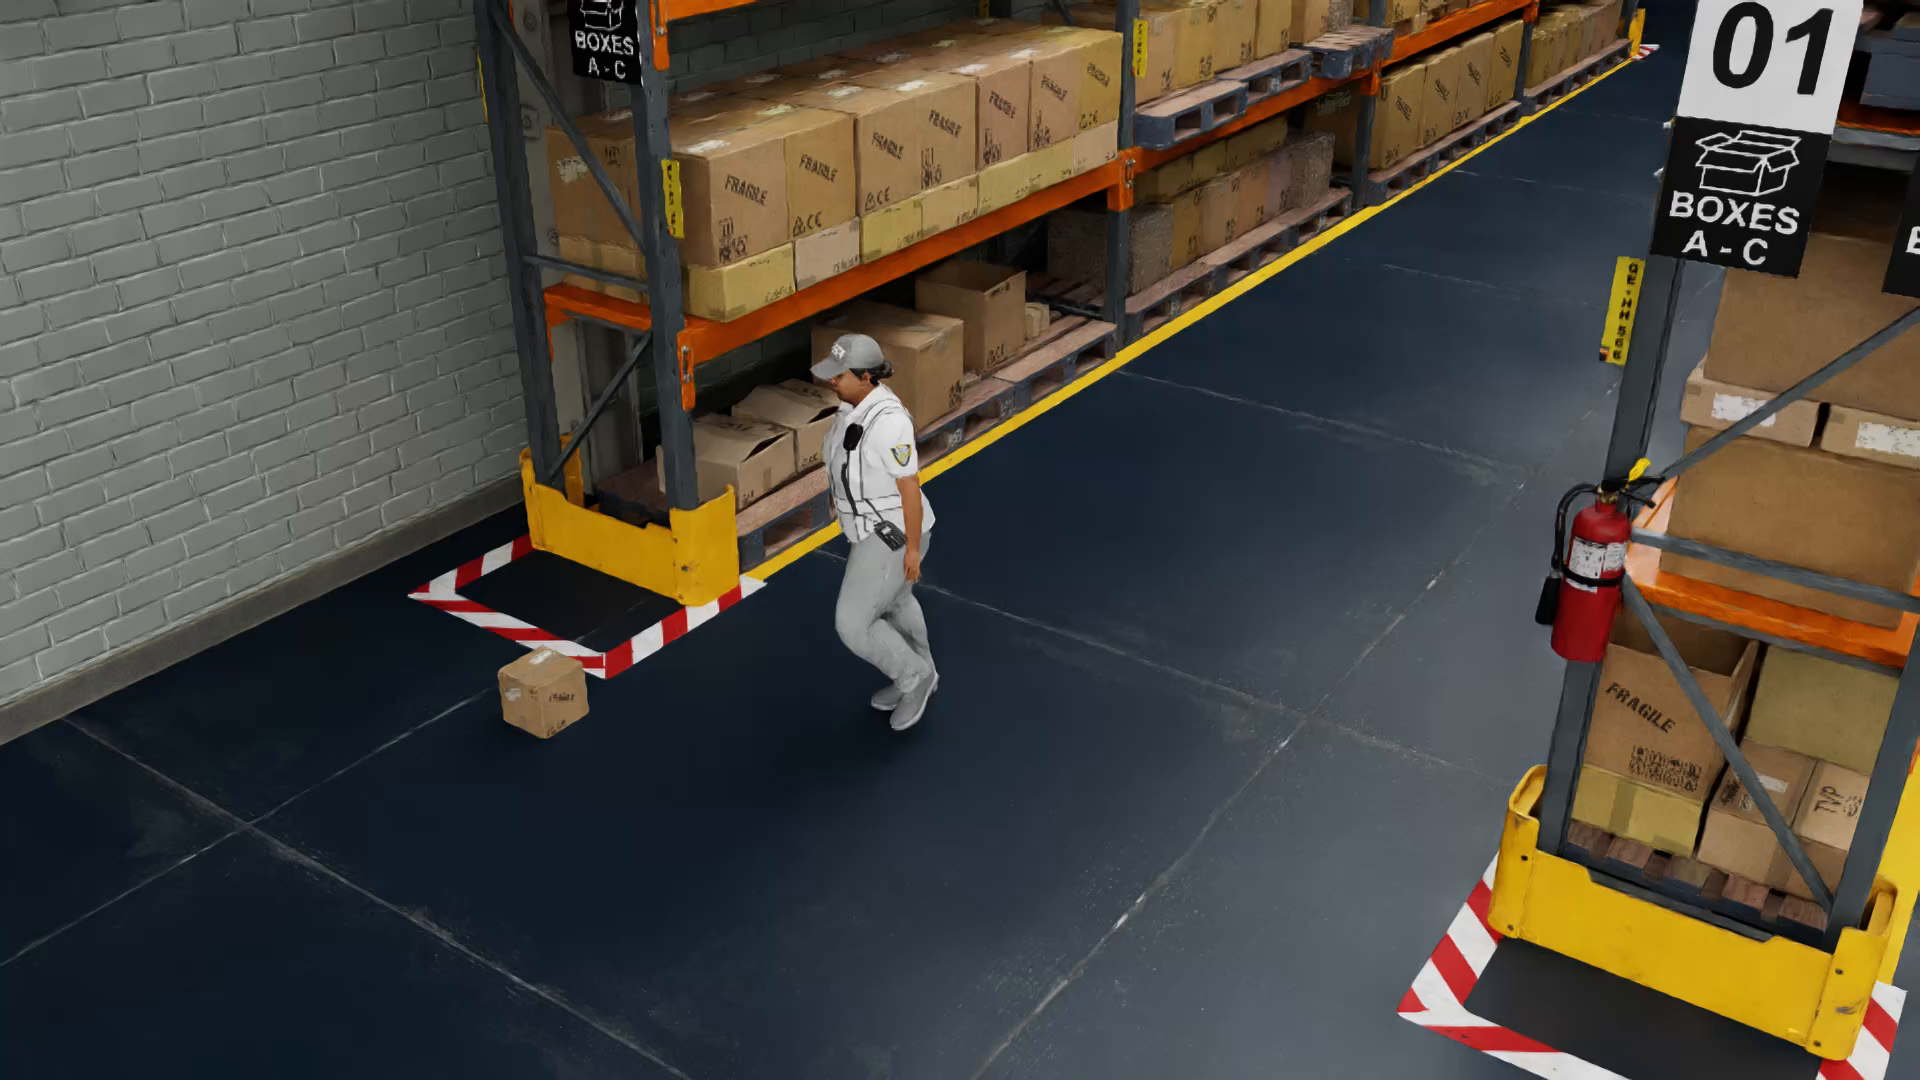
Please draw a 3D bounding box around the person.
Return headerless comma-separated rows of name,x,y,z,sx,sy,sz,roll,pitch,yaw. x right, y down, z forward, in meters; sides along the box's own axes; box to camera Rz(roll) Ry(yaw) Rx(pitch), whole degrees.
person,-0.320,-0.031,6.649,0.492,1.649,0.524,-8,28,-16
